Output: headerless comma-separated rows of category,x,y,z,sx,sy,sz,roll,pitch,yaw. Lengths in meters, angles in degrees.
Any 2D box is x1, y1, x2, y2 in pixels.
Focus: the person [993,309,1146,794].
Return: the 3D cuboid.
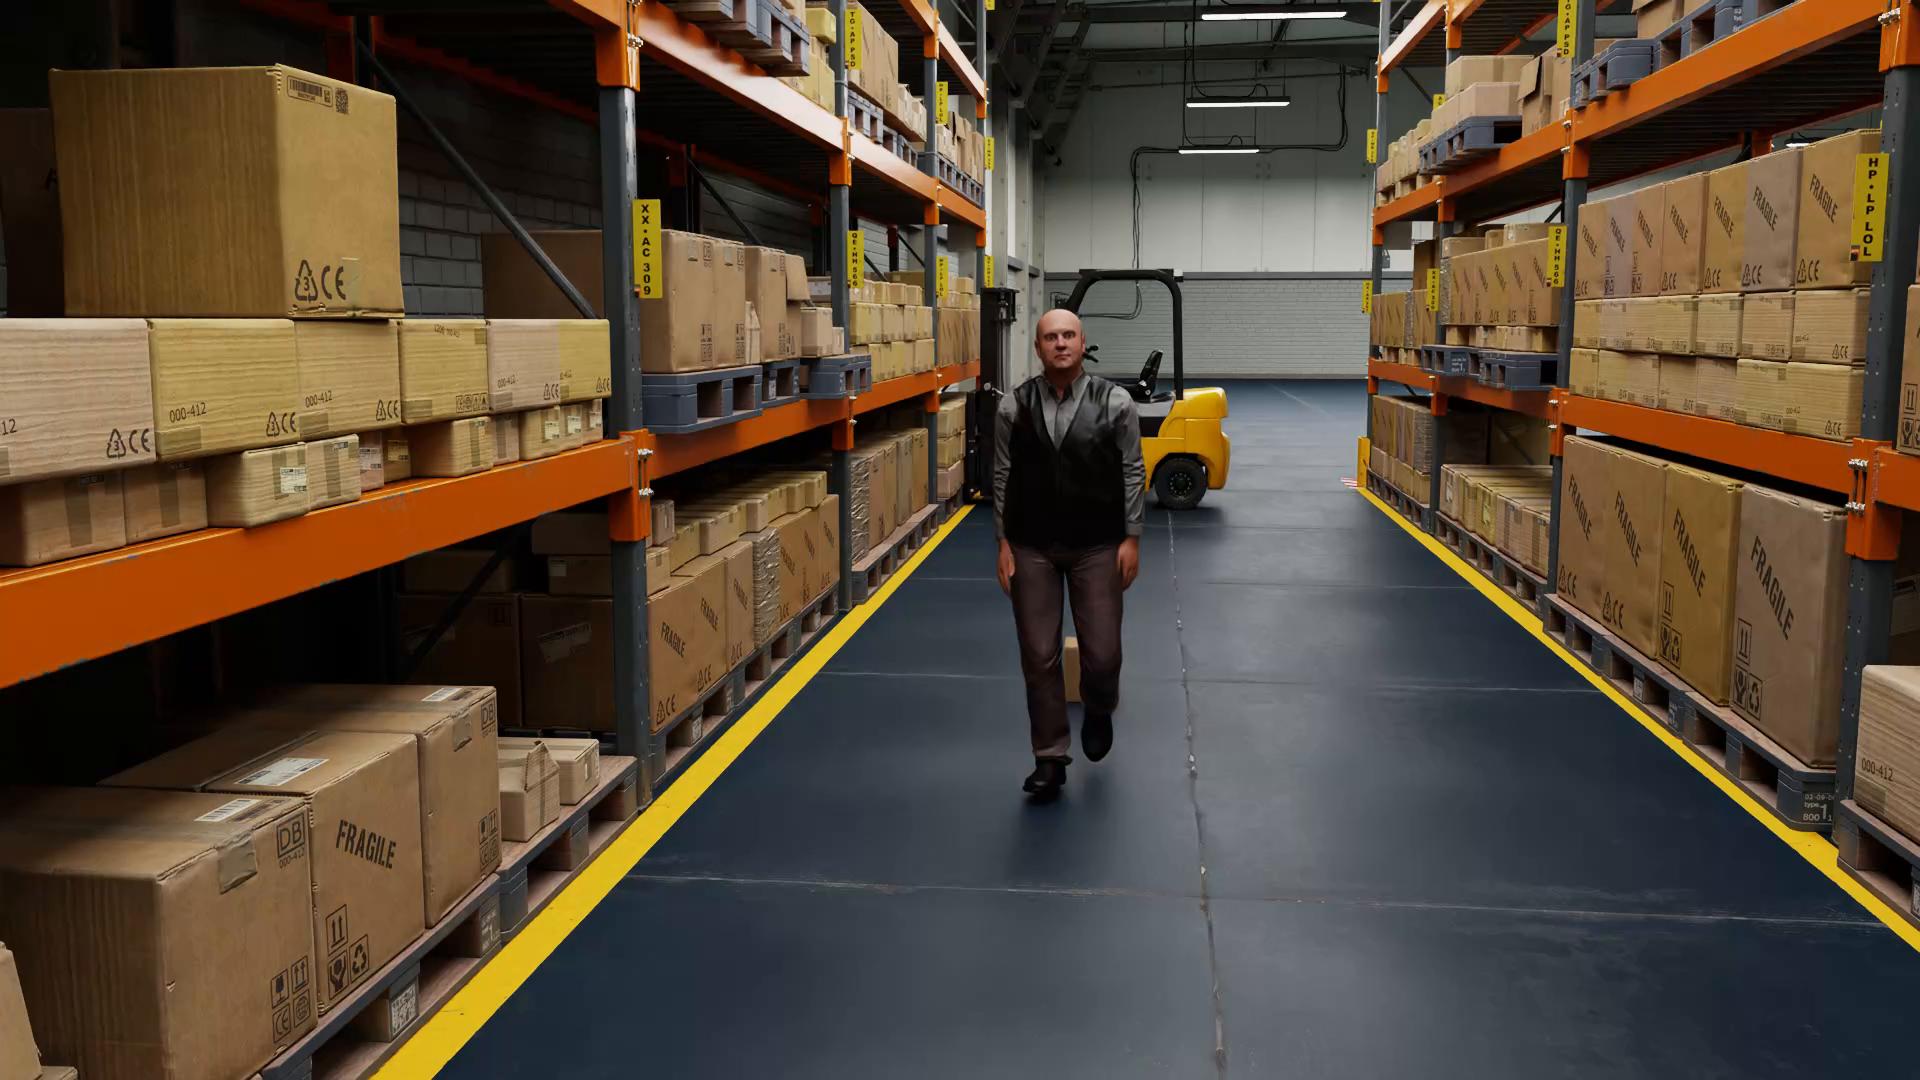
person,0.395,0.030,5.999,0.547,1.709,0.597,2,8,12
